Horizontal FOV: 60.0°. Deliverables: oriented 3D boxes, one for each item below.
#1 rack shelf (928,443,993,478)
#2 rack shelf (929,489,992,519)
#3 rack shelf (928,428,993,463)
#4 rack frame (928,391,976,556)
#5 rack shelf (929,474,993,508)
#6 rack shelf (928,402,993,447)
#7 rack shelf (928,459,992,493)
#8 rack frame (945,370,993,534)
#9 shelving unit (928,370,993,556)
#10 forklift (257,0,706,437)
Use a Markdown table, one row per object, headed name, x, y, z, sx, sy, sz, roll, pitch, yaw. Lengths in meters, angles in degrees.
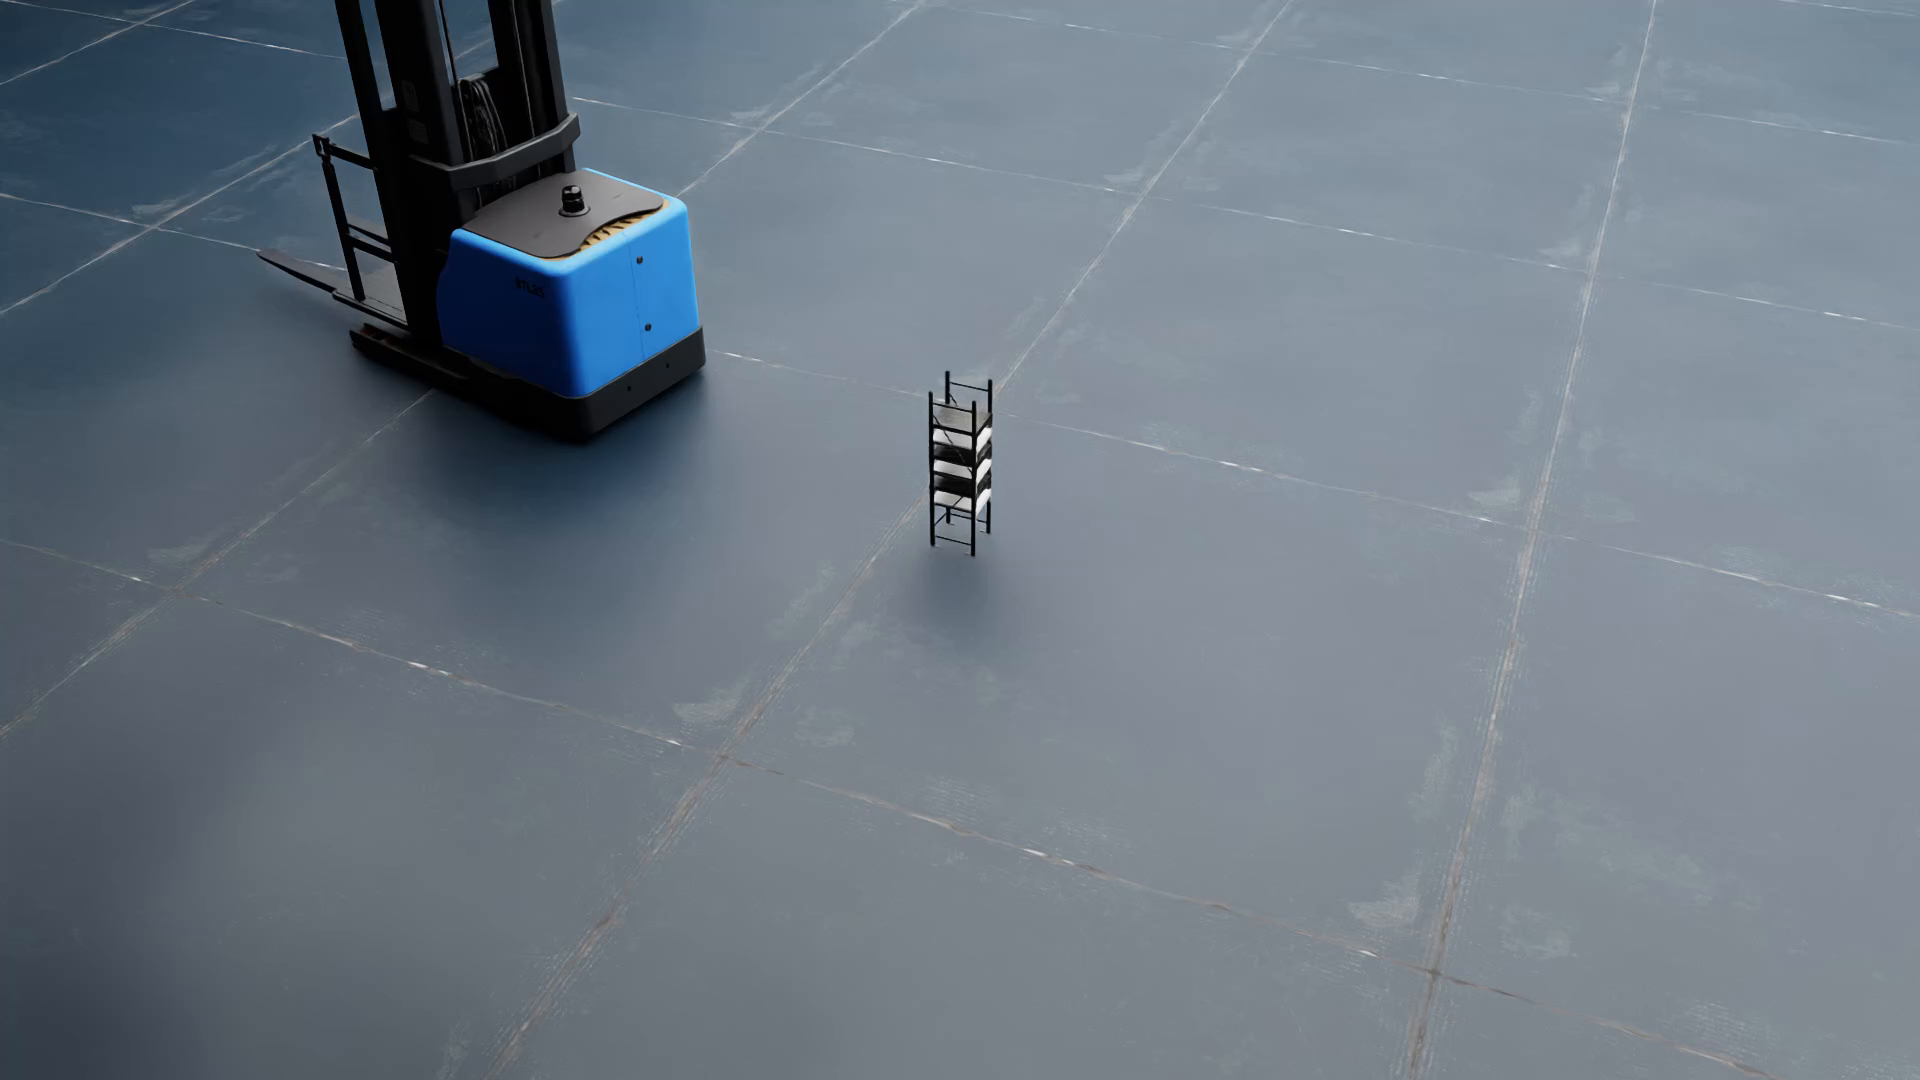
| name | x | y | z | sx | sy | sz | roll | pitch | yaw |
| --- | --- | --- | --- | --- | --- | --- | --- | --- | --- |
| rack shelf | 0.003 | -0.410 | 8.054 | 0.258 | 0.077 | 0.200 | 14 | 39 | 18 |
| rack shelf | 0.003 | -0.194 | 8.216 | 0.258 | 0.077 | 0.200 | 14 | 39 | 18 |
| rack shelf | 0.003 | -0.482 | 8.000 | 0.258 | 0.077 | 0.200 | 14 | 39 | 18 |
| rack frame | -0.036 | -0.309 | 8.013 | 0.240 | 0.900 | 0.006 | 14 | 39 | 18 |
| rack shelf | 0.003 | -0.266 | 8.162 | 0.258 | 0.077 | 0.200 | 14 | 39 | 18 |
| rack shelf | 0.003 | -0.554 | 7.946 | 0.258 | 0.077 | 0.200 | 14 | 39 | 18 |
| rack shelf | 0.003 | -0.338 | 8.108 | 0.258 | 0.077 | 0.200 | 14 | 39 | 18 |
| rack frame | 0.042 | -0.421 | 8.163 | 0.240 | 0.900 | 0.006 | 14 | 39 | 18 |
| shelving unit | 0.003 | -0.365 | 8.088 | 0.258 | 0.900 | 0.210 | 14 | 39 | 18 |
| forklift | -2.965 | -2.428 | 9.152 | 3.031 | 2.935 | 1.130 | 23 | 42 | 28 |
